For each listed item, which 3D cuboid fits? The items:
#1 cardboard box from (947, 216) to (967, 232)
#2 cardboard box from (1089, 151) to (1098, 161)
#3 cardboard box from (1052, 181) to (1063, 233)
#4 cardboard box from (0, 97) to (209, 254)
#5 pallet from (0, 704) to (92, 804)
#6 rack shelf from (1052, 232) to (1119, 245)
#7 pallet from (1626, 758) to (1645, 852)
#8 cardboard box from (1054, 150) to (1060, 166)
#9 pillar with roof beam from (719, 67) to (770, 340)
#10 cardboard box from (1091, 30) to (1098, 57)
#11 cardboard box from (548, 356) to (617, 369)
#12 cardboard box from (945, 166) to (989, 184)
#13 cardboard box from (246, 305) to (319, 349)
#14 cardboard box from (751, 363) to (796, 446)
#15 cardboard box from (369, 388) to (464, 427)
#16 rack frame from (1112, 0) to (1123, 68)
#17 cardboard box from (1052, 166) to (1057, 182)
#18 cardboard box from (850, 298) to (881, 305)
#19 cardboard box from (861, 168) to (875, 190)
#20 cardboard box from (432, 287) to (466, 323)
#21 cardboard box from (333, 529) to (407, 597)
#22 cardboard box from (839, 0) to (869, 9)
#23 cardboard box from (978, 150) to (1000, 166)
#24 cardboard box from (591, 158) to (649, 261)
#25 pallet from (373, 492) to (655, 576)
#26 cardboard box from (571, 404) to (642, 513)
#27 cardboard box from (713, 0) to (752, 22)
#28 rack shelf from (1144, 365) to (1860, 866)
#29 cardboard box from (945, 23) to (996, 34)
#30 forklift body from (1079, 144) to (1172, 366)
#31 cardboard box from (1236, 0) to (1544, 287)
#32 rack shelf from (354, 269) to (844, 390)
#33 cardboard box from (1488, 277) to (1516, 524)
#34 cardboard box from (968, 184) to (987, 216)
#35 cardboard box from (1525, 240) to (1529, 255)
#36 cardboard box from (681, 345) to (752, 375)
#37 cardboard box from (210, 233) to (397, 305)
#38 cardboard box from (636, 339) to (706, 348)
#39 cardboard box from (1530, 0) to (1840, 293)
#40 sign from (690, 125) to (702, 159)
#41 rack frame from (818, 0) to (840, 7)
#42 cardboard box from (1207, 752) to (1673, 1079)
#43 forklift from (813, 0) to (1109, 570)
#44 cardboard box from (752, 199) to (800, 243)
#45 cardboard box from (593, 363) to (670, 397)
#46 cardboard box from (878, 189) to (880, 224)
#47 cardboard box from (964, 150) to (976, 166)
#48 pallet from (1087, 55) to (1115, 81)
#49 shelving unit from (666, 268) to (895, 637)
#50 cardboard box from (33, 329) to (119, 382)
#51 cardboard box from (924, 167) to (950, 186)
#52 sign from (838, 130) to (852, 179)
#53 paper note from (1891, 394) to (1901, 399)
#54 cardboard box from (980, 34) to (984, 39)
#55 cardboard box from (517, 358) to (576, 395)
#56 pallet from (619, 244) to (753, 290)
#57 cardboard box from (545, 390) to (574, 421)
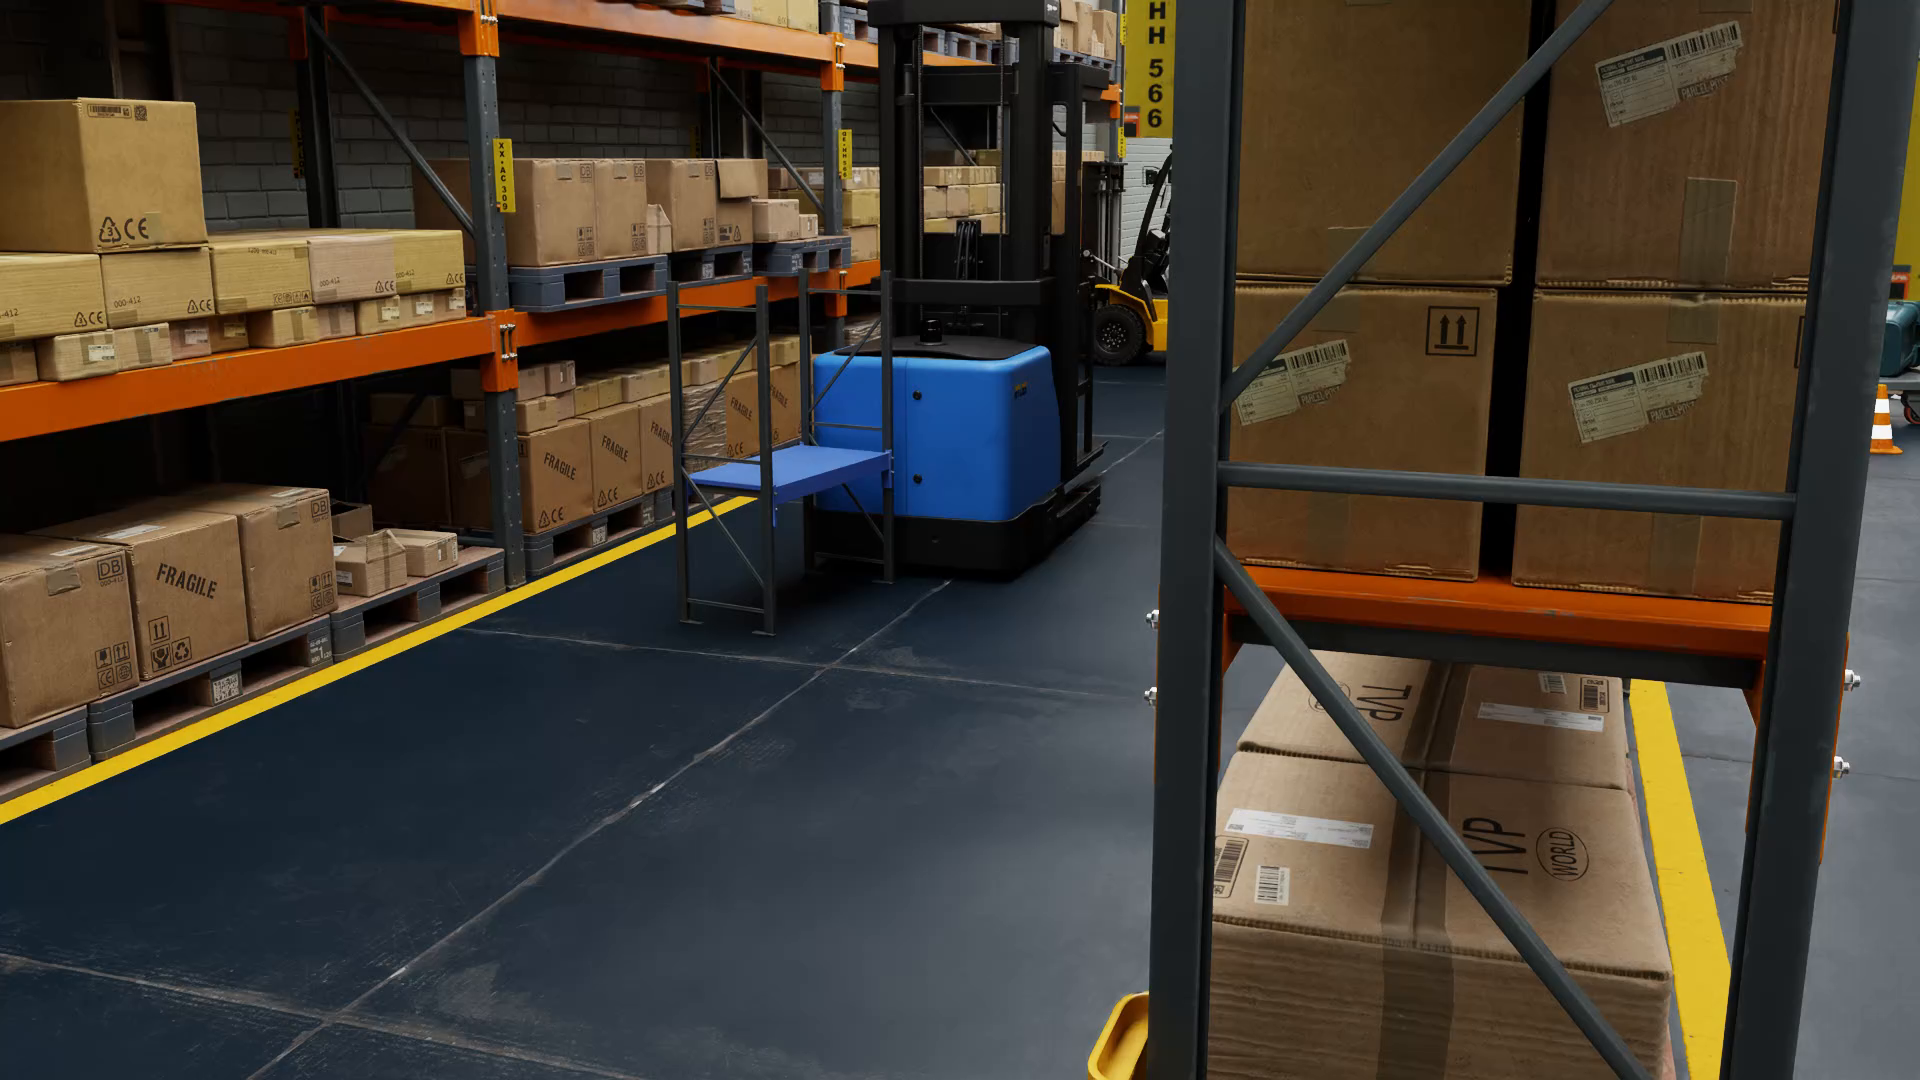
[{"bbox_3d":[-0.262,-2.547,13.742,0.500,0.250,0.500,4,14,19],"label":"cardboard box"},{"bbox_3d":[1.269,-4.104,17.876,0.380,0.149,0.250,5,14,20],"label":"cardboard box"},{"bbox_3d":[0.707,-3.294,16.456,0.500,0.500,0.500,4,14,18],"label":"cardboard box"},{"bbox_3d":[-2.995,-1.256,5.735,0.500,0.500,0.500,5,14,20],"label":"cardboard box"},{"bbox_3d":[-3.600,0.749,5.233,1.003,0.211,1.213,4,14,18],"label":"pallet"},{"bbox_3d":[0.648,-3.024,17.112,1.077,0.370,4.000,4,14,18],"label":"rack shelf"},{"bbox_3d":[1.397,0.859,4.749,1.003,0.211,1.213,4,14,18],"label":"pallet"},{"bbox_3d":[0.790,-3.840,16.720,0.380,0.149,0.250,4,14,19],"label":"cardboard box"},{"bbox_3d":[2.349,-5.065,10.958,9.100,9.000,0.400,4,14,18],"label":"pillar with roof beam"},{"bbox_3d":[1.232,-5.196,17.406,0.396,0.266,0.258,4,14,19],"label":"cardboard box"},{"bbox_3d":[-2.252,-0.996,9.828,0.380,0.149,0.250,4,13,16],"label":"cardboard box"},{"bbox_3d":[0.034,-3.175,14.475,0.380,0.149,0.250,4,13,18],"label":"cardboard box"},{"bbox_3d":[-2.743,-0.839,6.489,0.380,0.149,0.250,4,13,18],"label":"cardboard box"},{"bbox_3d":[-1.399,-0.888,10.812,0.500,0.500,0.500,4,13,18],"label":"cardboard box"},{"bbox_3d":[-2.741,-0.670,8.397,0.380,0.149,0.250,4,13,16],"label":"cardboard box"},{"bbox_3d":[1.295,-6.720,18.209,1.000,3.000,0.127,4,14,18],"label":"rack frame"},{"bbox_3d":[0.729,-3.580,16.249,0.380,0.149,0.250,4,14,18],"label":"cardboard box"},{"bbox_3d":[-0.416,-1.727,14.206,0.875,0.625,0.625,4,14,18],"label":"cardboard box"},{"bbox_3d":[-0.826,-2.578,11.861,0.380,0.149,0.250,5,14,20],"label":"cardboard box"},{"bbox_3d":[-2.452,-1.061,7.461,0.380,0.149,0.250,5,14,19],"label":"cardboard box"},{"bbox_3d":[-2.605,0.073,7.129,0.396,0.266,0.258,5,14,20],"label":"cardboard box"},{"bbox_3d":[-0.828,-4.011,11.686,0.500,0.500,0.500,4,14,19],"label":"cardboard box"},{"bbox_3d":[0.385,-3.509,15.271,0.380,0.149,0.250,5,14,20],"label":"cardboard box"},{"bbox_3d":[-2.052,-1.717,8.603,0.700,0.500,0.500,5,14,19],"label":"cardboard box"},{"bbox_3d":[-2.360,-0.083,8.880,1.003,0.211,1.213,4,14,18],"label":"pallet"},{"bbox_3d":[-2.055,-0.454,8.908,0.500,0.500,0.500,4,14,18],"label":"cardboard box"},{"bbox_3d":[-1.553,-3.164,9.704,0.500,0.250,0.500,4,14,18],"label":"cardboard box"},{"bbox_3d":[1.463,-0.141,4.480,1.077,0.370,4.000,4,14,18],"label":"rack shelf"},{"bbox_3d":[-0.003,-4.456,14.061,0.500,0.311,0.500,4,13,17],"label":"cardboard box"},{"bbox_3d":[2.408,-2.851,16.647,2.313,2.155,1.214,4,14,18],"label":"forklift body"},{"bbox_3d":[0.747,-0.725,2.952,0.500,0.500,0.500,5,14,20],"label":"cardboard box"},{"bbox_3d":[-1.941,-1.339,9.732,1.077,0.370,4.000,4,14,18],"label":"rack shelf"},{"bbox_3d":[0.898,-0.344,3.530,0.500,0.500,0.500,4,13,17],"label":"cardboard box"},{"bbox_3d":[-0.076,-2.893,14.138,0.500,0.250,0.500,4,13,17],"label":"cardboard box"},{"bbox_3d":[1.708,-0.520,4.302,0.500,0.500,0.500,5,14,20],"label":"cardboard box"},{"bbox_3d":[-1.528,-1.127,10.401,0.380,0.149,0.250,5,14,20],"label":"cardboard box"},{"bbox_3d":[-2.670,-1.110,6.777,0.500,0.250,0.500,4,14,19],"label":"cardboard box"},{"bbox_3d":[-1.873,-1.214,10.782,0.380,0.149,0.250,5,14,19],"label":"cardboard box"},{"bbox_3d":[1.241,-0.687,2.785,0.500,0.500,0.500,4,13,17],"label":"cardboard box"},{"bbox_3d":[-1.820,-2.715,11.540,0.100,0.325,0.005,4,14,18],"label":"sign"},{"bbox_3d":[-1.293,-5.036,10.829,1.000,3.000,0.127,4,14,18],"label":"rack frame"},{"bbox_3d":[0.935,0.828,3.434,0.875,0.438,0.875,4,13,16],"label":"cardboard box"},{"bbox_3d":[0.188,-1.563,9.248,1.130,2.935,3.031,4,13,17],"label":"forklift"},{"bbox_3d":[-1.328,-1.997,10.392,0.500,0.250,0.500,4,13,16],"label":"cardboard box"},{"bbox_3d":[-1.857,-0.907,9.438,0.380,0.149,0.250,5,14,20],"label":"cardboard box"},{"bbox_3d":[-0.756,-2.463,12.252,0.500,0.250,0.500,5,14,20],"label":"cardboard box"},{"bbox_3d":[-0.061,-3.602,15.679,0.380,0.149,0.250,4,13,17],"label":"cardboard box"},{"bbox_3d":[1.042,-5.068,17.909,1.003,0.211,1.213,4,14,18],"label":"pallet"},{"bbox_3d":[-0.782,-0.442,7.553,0.538,1.500,1.048,7,14,27],"label":"shelving unit"},{"bbox_3d":[-3.052,-0.622,5.535,0.380,0.149,0.250,4,13,17],"label":"cardboard box"},{"bbox_3d":[-0.297,-2.898,13.261,0.380,0.149,0.250,4,13,17],"label":"cardboard box"},{"bbox_3d":[-0.777,-2.600,11.215,0.100,0.325,0.005,4,14,18],"label":"sign"},{"bbox_3d":[8.123,-1.228,14.318,0.172,0.023,0.155,10,16,38],"label":"paper note"},{"bbox_3d":[0.501,-4.784,15.496,0.500,0.311,0.500,5,14,20],"label":"cardboard box"},{"bbox_3d":[-2.181,-0.831,8.435,0.380,0.149,0.250,4,13,16],"label":"cardboard box"},{"bbox_3d":[-1.918,-1.608,9.723,1.003,0.211,1.213,4,14,18],"label":"pallet"},{"bbox_3d":[-2.203,-0.692,8.493,0.380,0.149,0.250,4,13,17],"label":"cardboard box"}]
